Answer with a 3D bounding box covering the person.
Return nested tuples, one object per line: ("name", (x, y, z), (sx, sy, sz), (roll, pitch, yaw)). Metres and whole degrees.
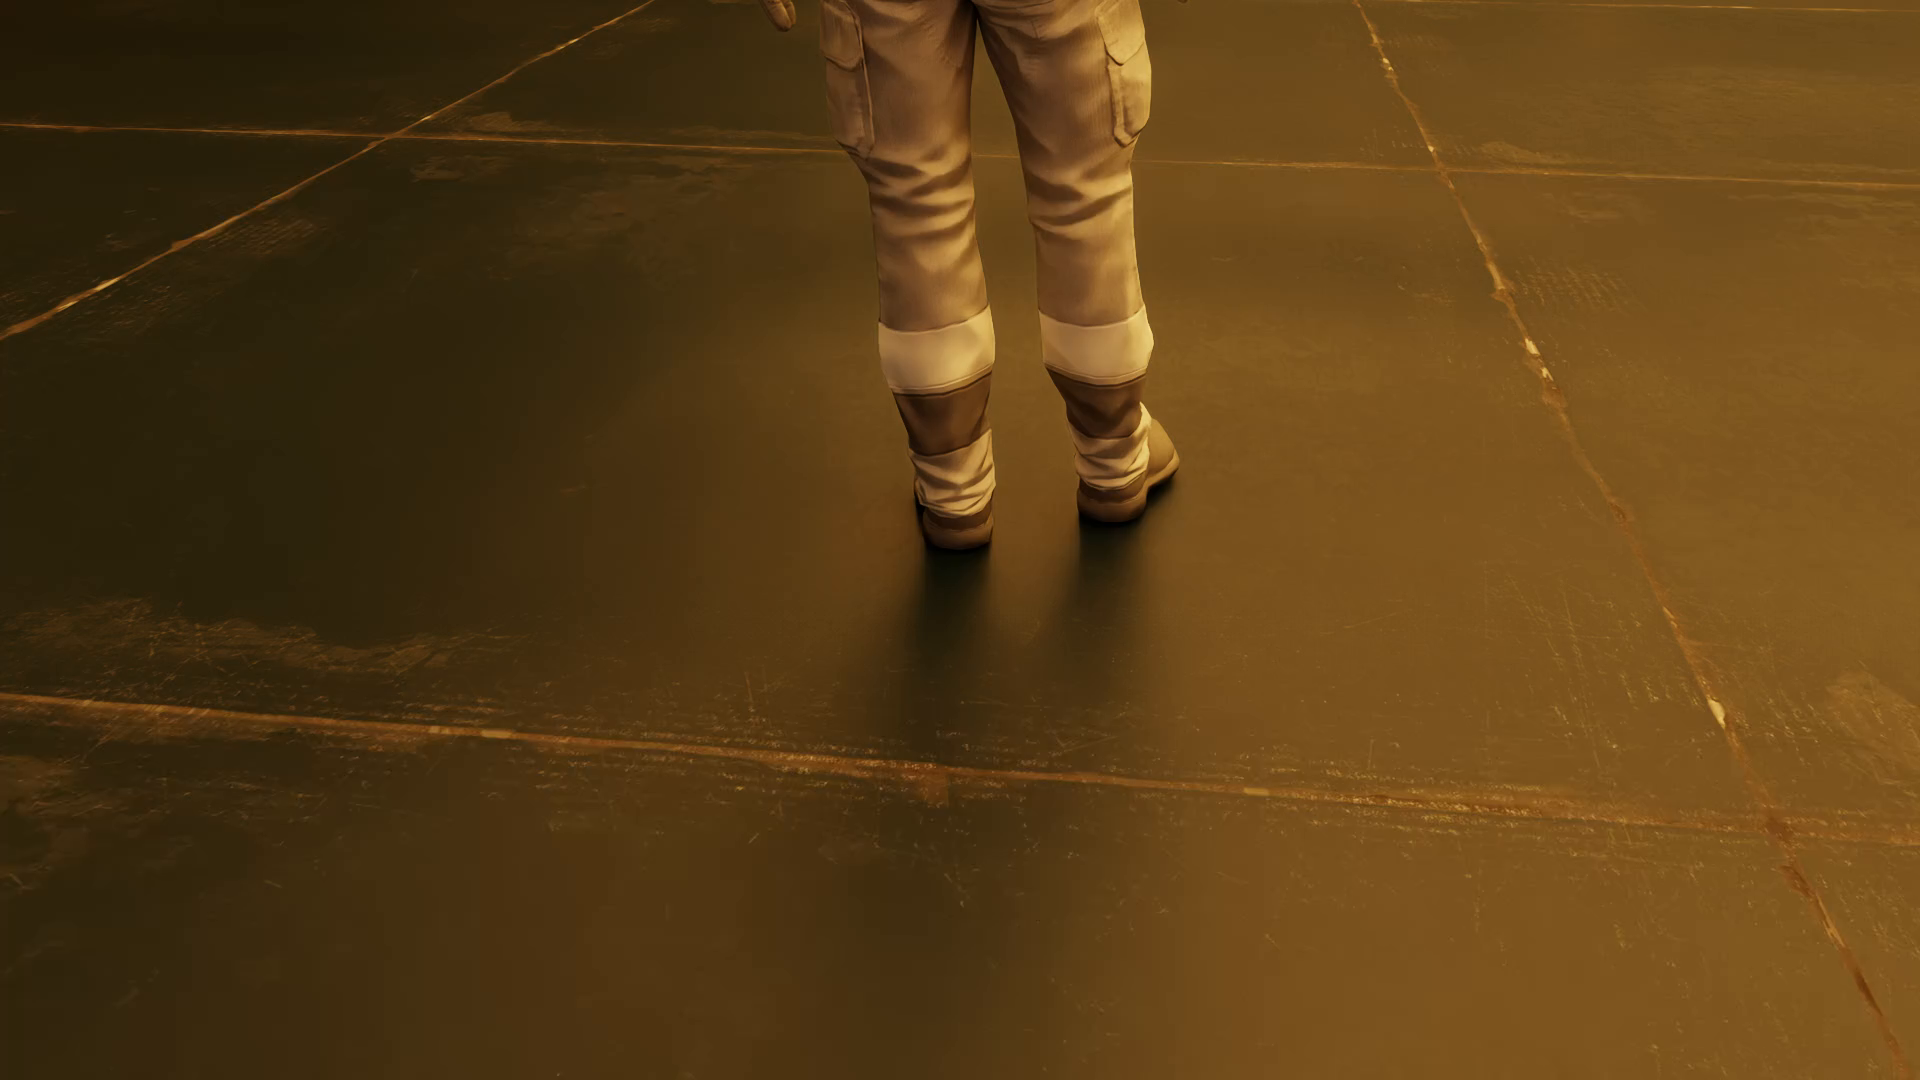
("person", (0.023, -0.842, 2.167), (0.637, 1.787, 0.564), (3, 27, 7))
